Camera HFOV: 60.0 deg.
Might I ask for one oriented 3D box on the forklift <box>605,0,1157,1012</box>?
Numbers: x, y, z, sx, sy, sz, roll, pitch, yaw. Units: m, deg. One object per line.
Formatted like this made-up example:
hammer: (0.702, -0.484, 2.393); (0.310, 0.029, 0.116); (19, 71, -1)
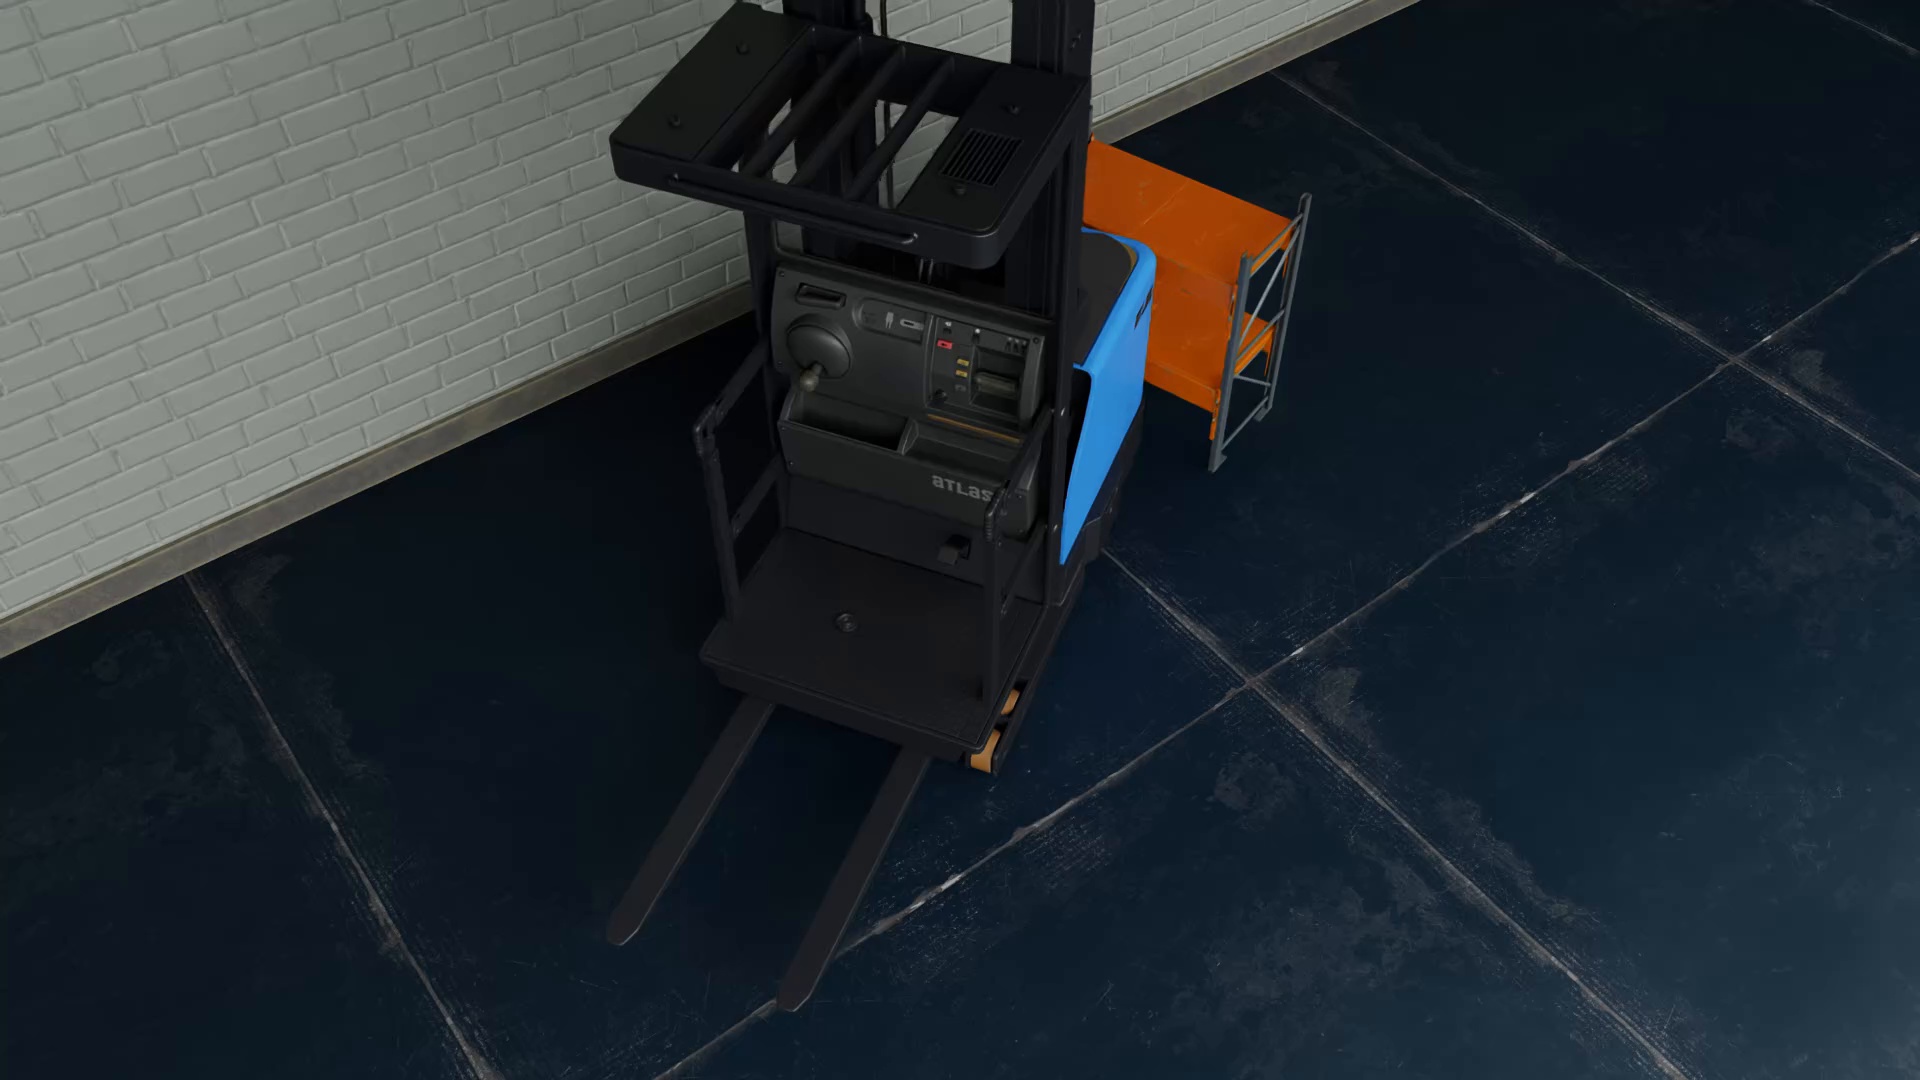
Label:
forklift: (-0.257, -0.510, 5.233); (1.130, 2.935, 3.031); (17, 50, 15)

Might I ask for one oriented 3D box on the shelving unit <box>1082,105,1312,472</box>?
shelving unit: (0.796, -1.042, 6.933); (1.048, 1.125, 0.538); (29, 54, 23)

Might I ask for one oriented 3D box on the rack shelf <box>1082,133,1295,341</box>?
rack shelf: (0.796, -1.238, 6.716); (1.000, 0.278, 0.538); (29, 54, 23)

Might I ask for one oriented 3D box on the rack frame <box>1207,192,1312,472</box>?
rack frame: (1.205, -0.818, 6.731); (0.032, 1.125, 0.500); (29, 54, 23)

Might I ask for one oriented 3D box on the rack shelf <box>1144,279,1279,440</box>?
rack shelf: (0.796, -0.877, 7.114); (1.000, 0.278, 0.538); (29, 54, 23)

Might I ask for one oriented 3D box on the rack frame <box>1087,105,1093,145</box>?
rack frame: (0.387, -1.265, 7.136); (0.032, 1.125, 0.500); (29, 54, 23)
